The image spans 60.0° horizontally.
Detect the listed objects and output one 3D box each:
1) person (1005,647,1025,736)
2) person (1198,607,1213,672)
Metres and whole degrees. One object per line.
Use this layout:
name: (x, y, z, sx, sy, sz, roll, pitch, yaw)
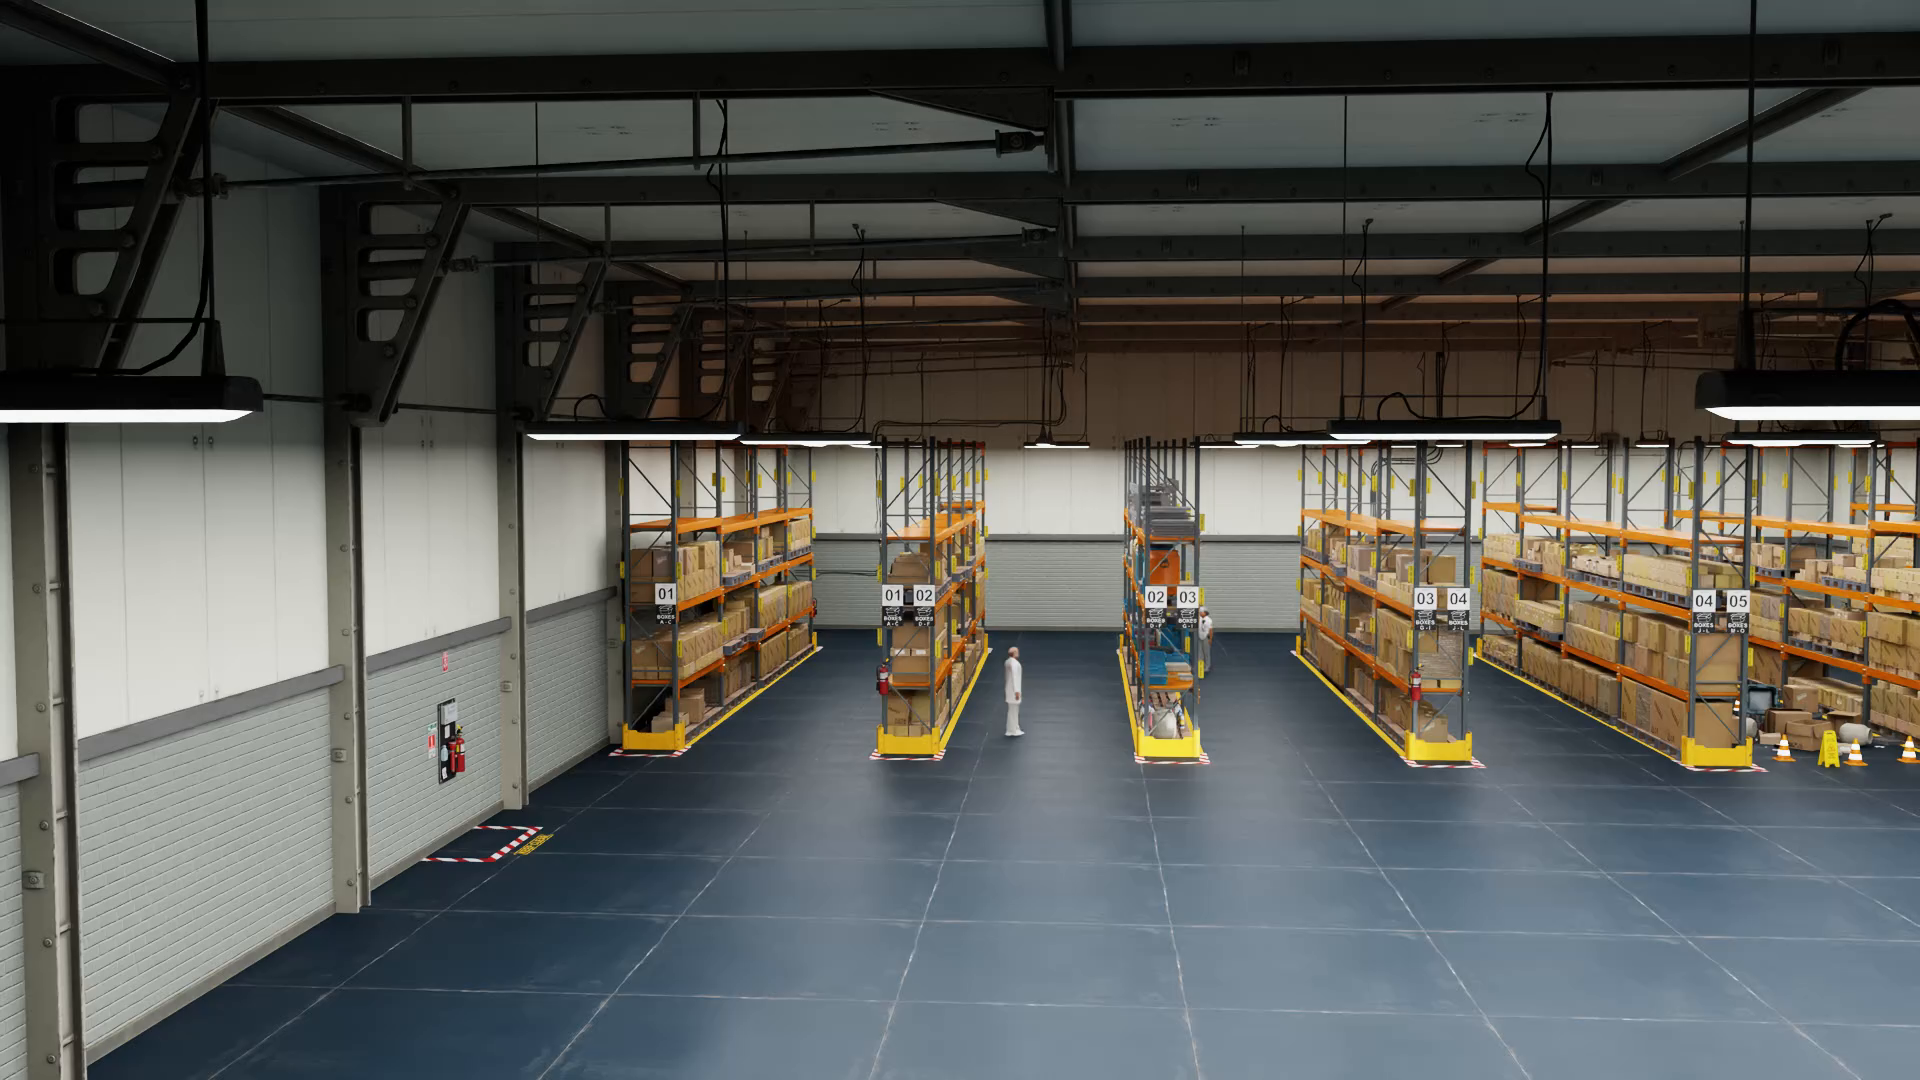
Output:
person: (1.138, 3.063, 33.516, 0.462, 1.822, 0.681, -1, 3, -10)
person: (6.342, 2.584, 43.277, 0.411, 1.669, 0.571, -2, 4, -37)
